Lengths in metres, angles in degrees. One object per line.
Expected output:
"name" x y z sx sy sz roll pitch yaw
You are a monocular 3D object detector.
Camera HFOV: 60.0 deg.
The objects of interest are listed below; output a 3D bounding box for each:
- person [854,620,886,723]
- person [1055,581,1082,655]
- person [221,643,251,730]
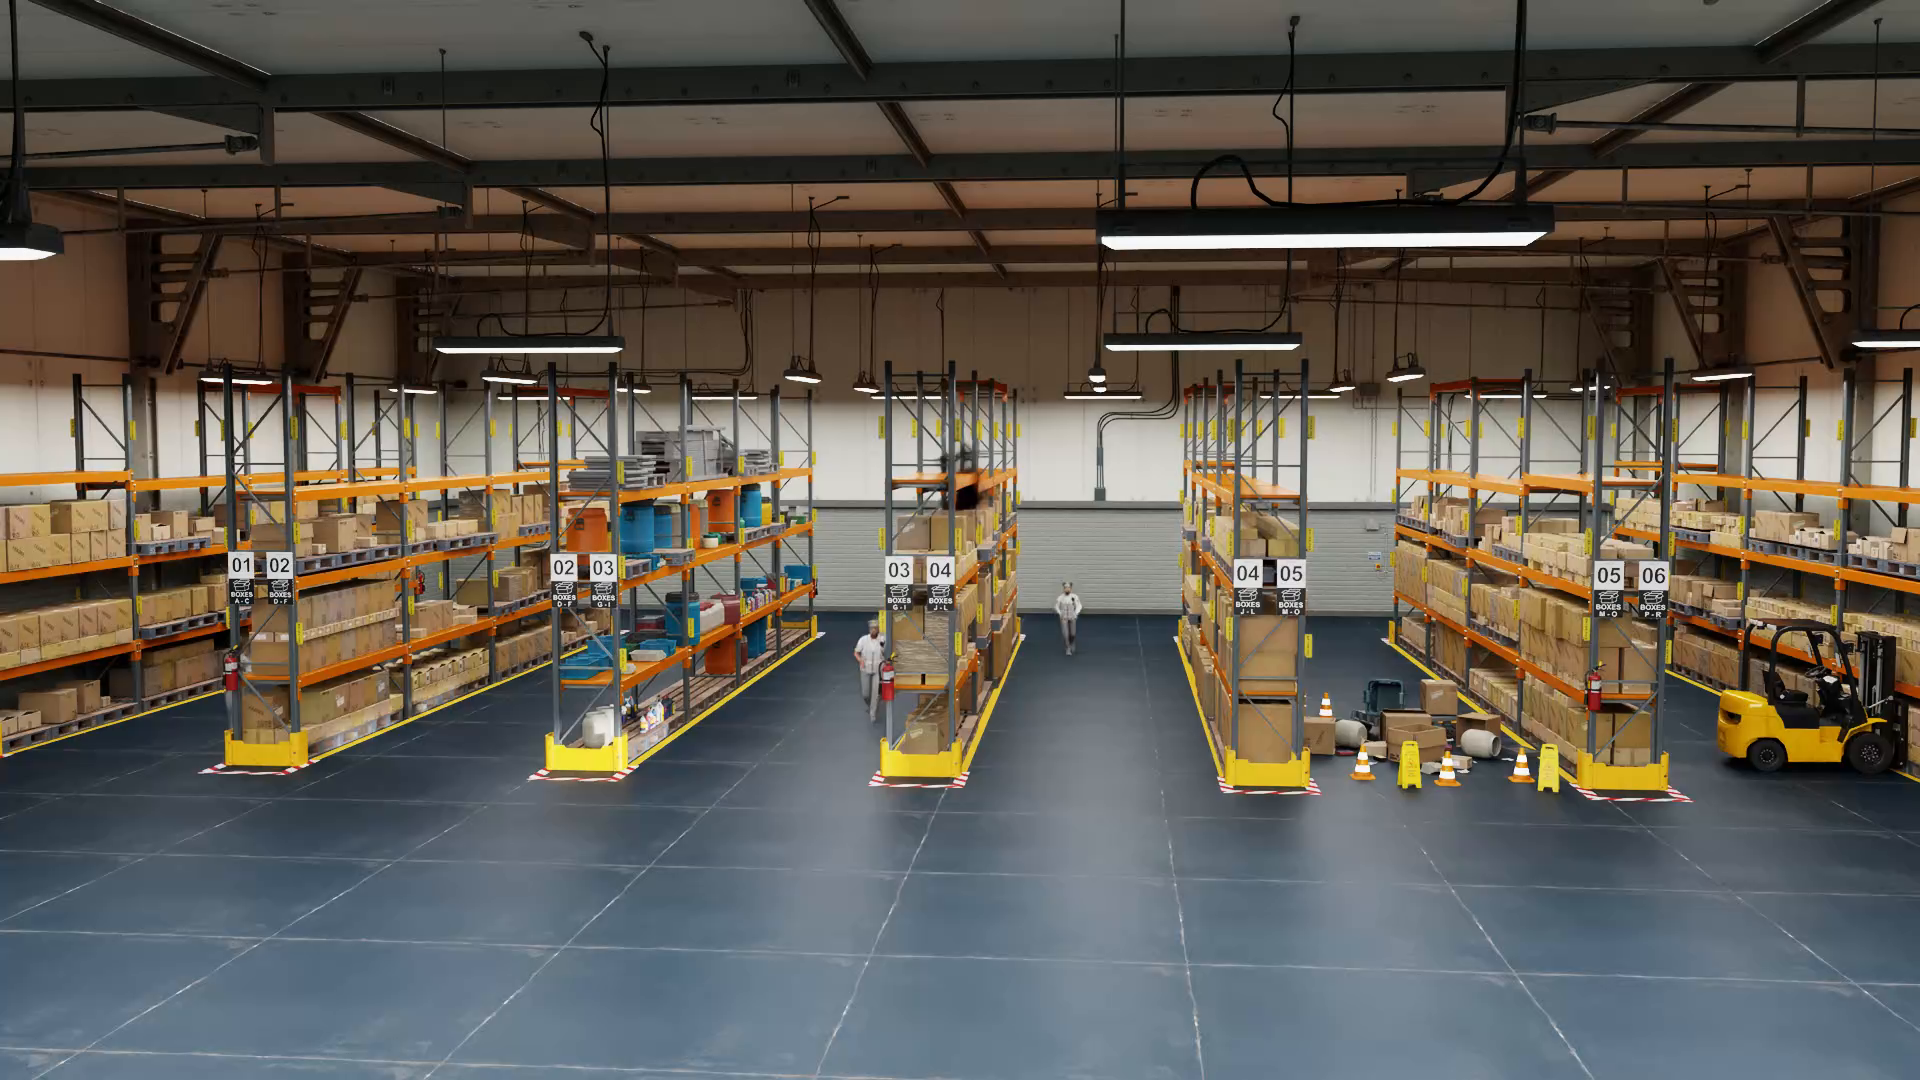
"person" -1.490 2.236 28.689 0.660 1.755 0.772 0 4 -3
"person" 2.406 1.743 36.980 0.592 1.651 0.519 0 4 4
"person" -11.782 2.419 27.099 0.538 1.575 0.804 0 4 -2
